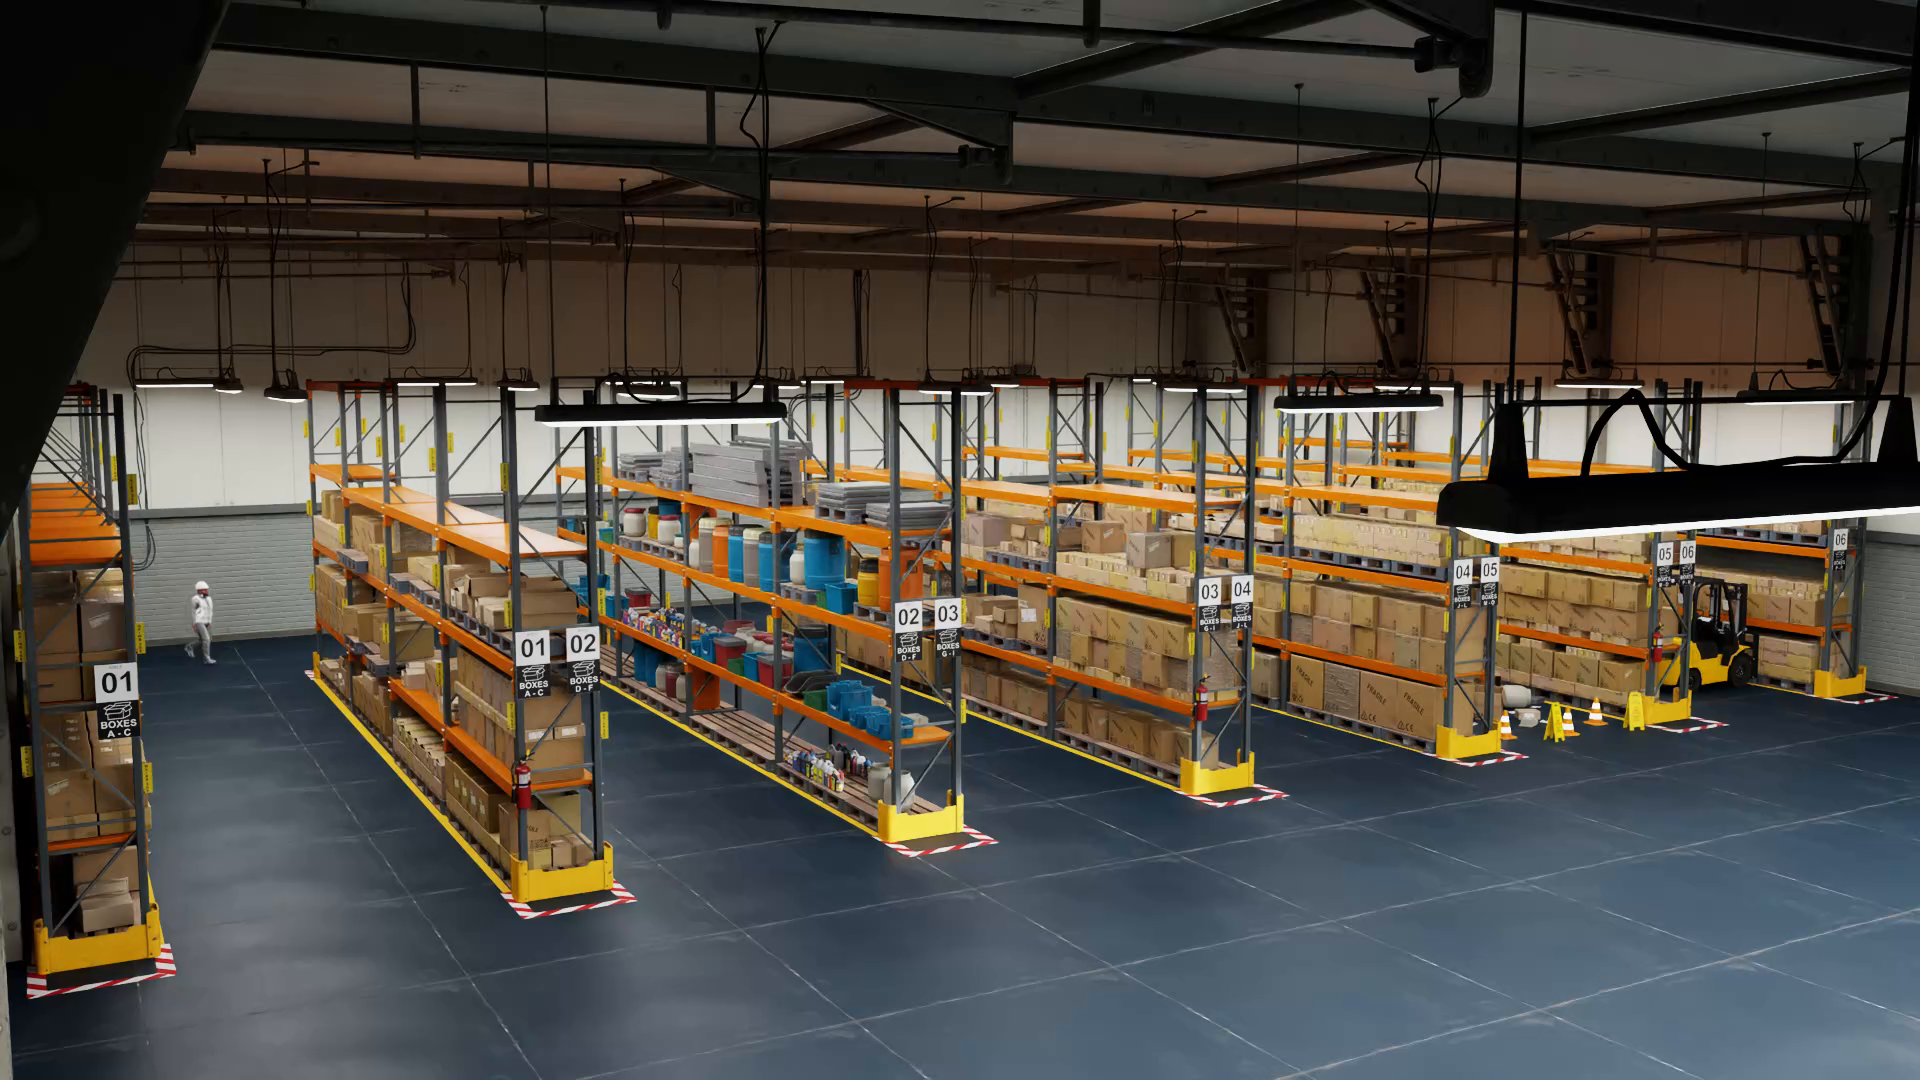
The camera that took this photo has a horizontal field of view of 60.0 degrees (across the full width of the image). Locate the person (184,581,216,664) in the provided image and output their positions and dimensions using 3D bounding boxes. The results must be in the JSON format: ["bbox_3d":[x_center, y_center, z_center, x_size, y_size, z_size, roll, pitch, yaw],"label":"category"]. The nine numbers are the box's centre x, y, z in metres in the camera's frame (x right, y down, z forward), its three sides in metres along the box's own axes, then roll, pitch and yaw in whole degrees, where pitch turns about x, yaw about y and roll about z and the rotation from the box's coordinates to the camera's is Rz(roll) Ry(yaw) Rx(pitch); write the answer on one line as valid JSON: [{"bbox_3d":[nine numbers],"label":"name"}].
[{"bbox_3d":[-16.049,1.729,35.088,0.855,1.746,0.543,1,6,10],"label":"person"}]
